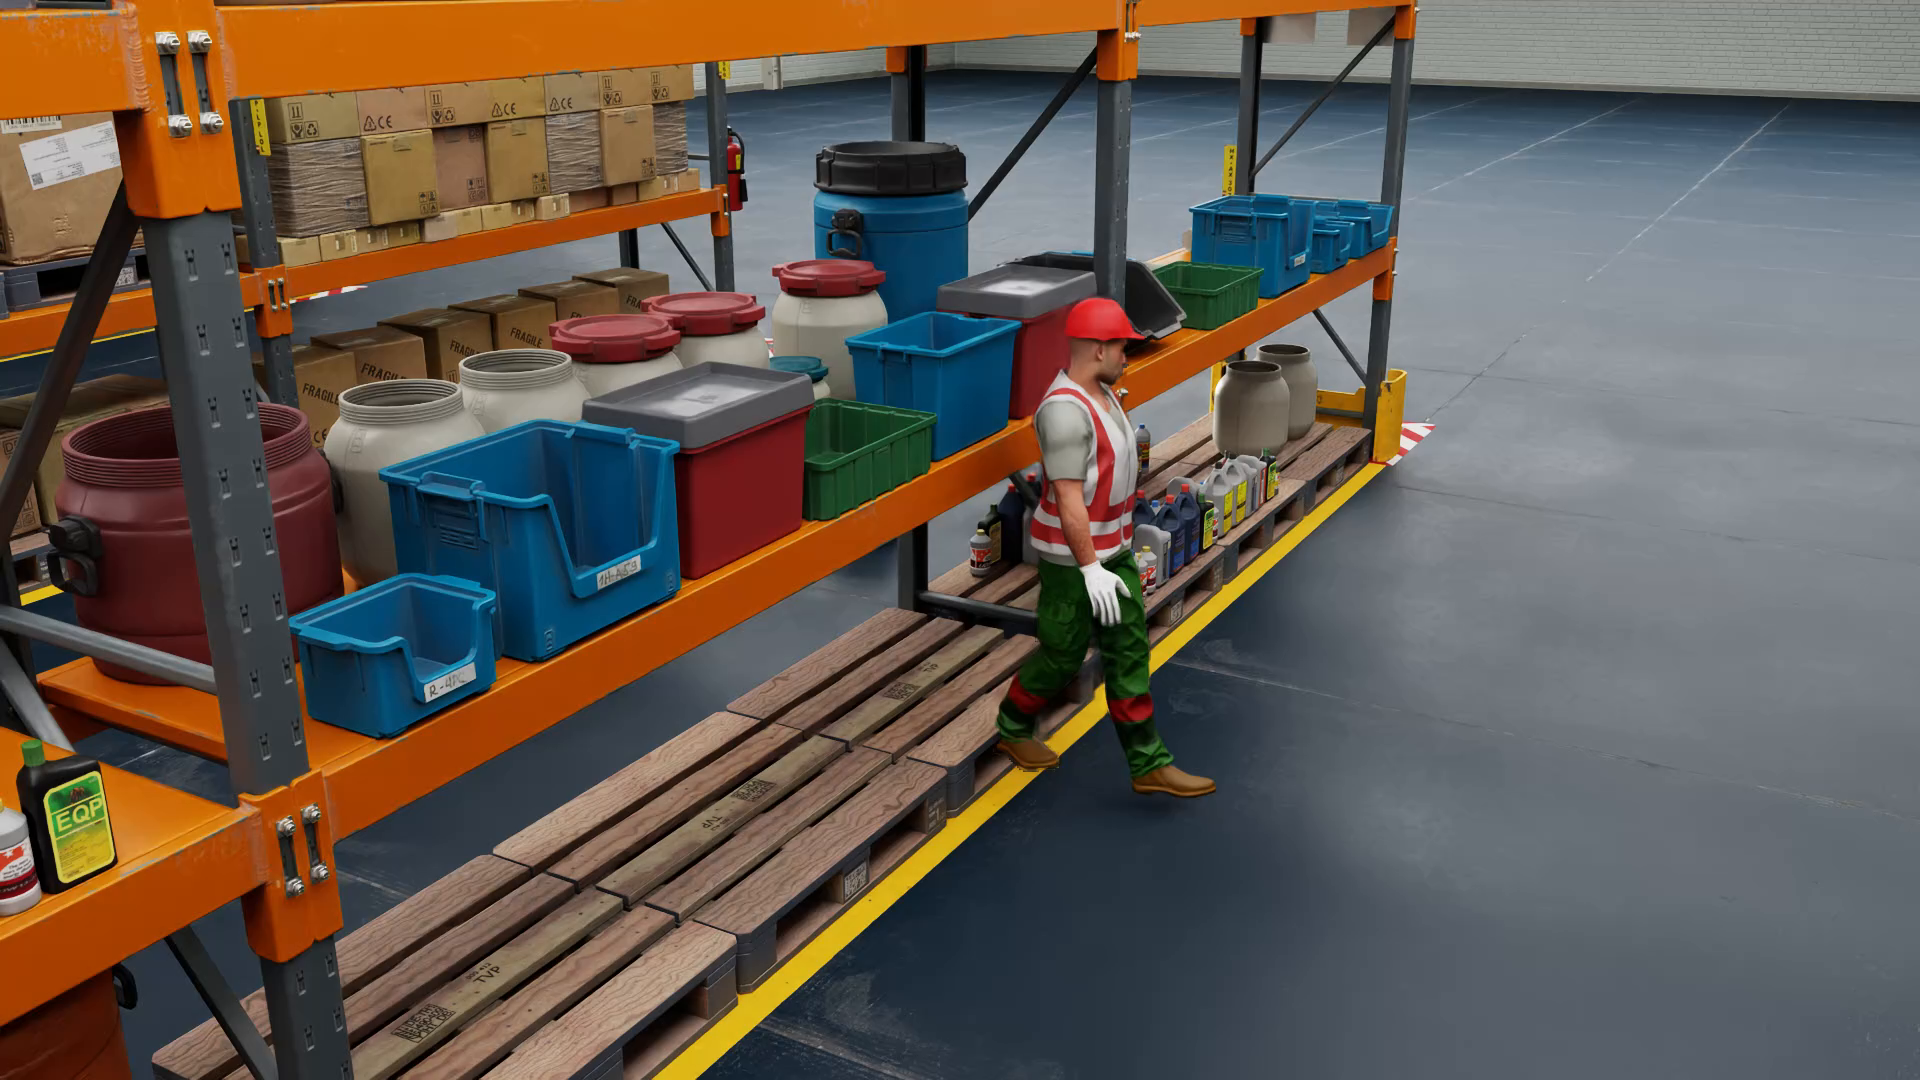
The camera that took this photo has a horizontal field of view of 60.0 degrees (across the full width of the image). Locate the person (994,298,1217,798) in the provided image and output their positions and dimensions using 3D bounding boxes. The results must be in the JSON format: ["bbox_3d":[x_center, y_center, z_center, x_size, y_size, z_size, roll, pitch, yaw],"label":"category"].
[{"bbox_3d":[0.489,0.055,5.727,0.842,1.750,0.630,11,22,29],"label":"person"}]
